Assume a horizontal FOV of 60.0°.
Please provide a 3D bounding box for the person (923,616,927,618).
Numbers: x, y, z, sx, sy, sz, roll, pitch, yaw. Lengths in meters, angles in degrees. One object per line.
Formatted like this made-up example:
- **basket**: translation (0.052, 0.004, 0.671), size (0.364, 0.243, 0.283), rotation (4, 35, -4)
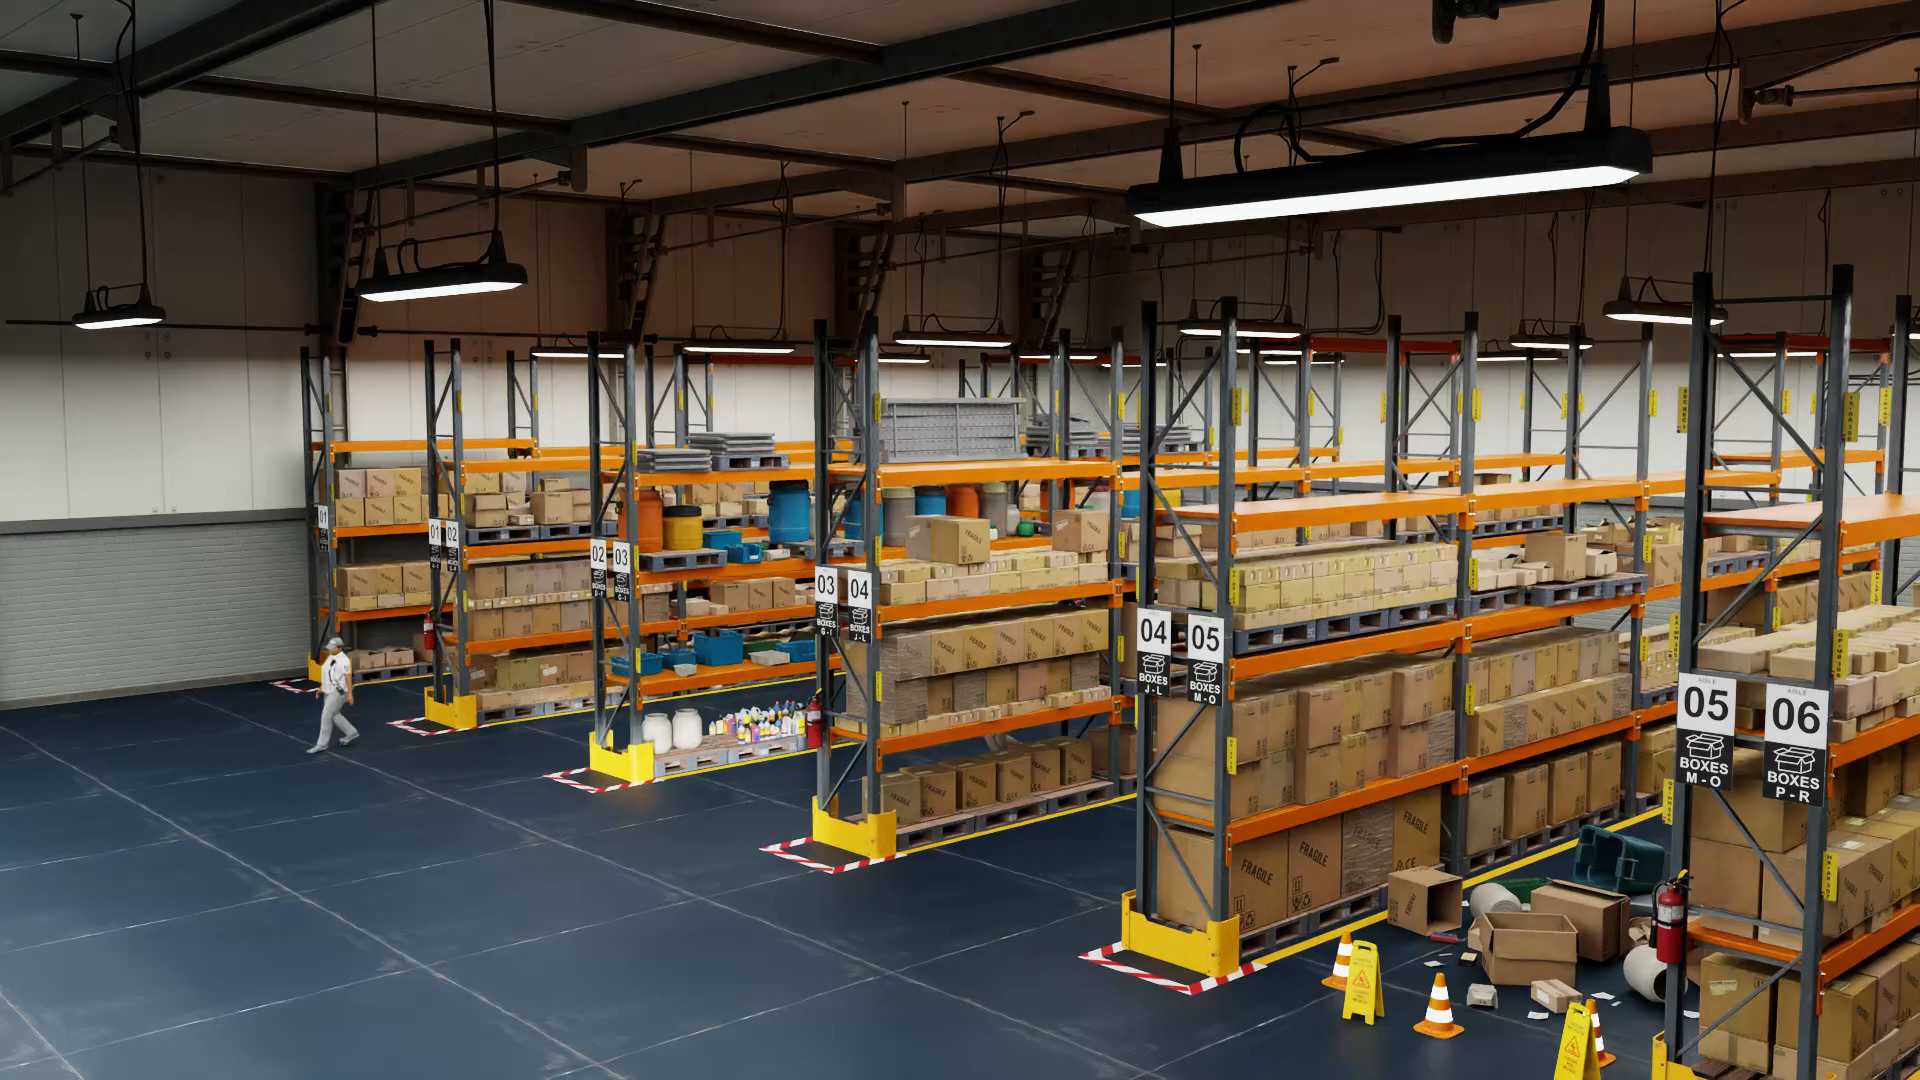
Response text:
- **person**: translation (-0.459, 1.611, 30.798), size (0.427, 1.645, 0.984), rotation (4, 6, 37)

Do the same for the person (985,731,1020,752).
- **person**: translation (0.614, 2.320, 22.770), size (0.632, 1.707, 0.598), rotation (-3, 6, -31)

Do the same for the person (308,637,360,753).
- **person**: translation (-9.114, 2.228, 24.211), size (0.557, 1.638, 0.822), rotation (5, 7, 42)
